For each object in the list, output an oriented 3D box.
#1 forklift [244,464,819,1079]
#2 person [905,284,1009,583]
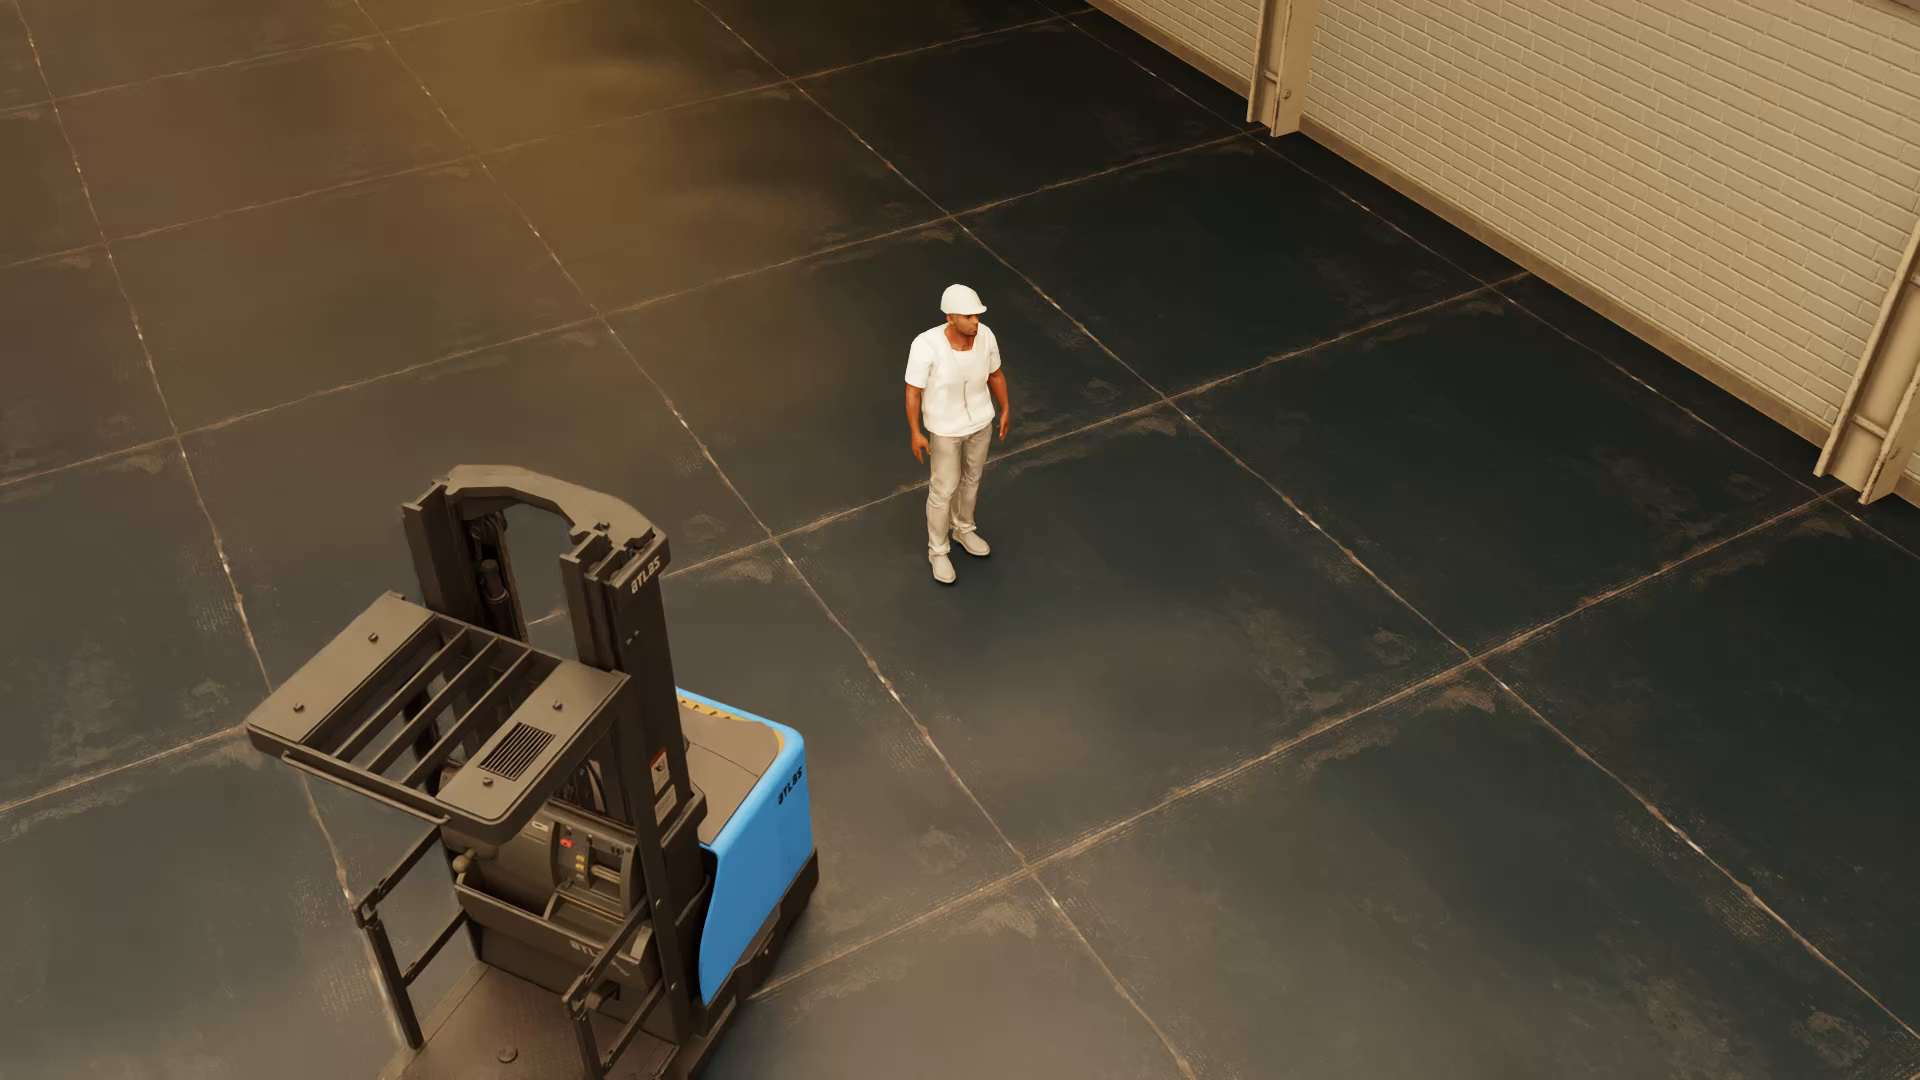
[{"bbox_3d":[-1.778,1.297,6.472,1.130,2.935,3.031,17,42,19],"label":"forklift"},{"bbox_3d":[0.030,-0.645,9.715,0.665,1.768,0.575,-20,44,-23],"label":"person"}]
